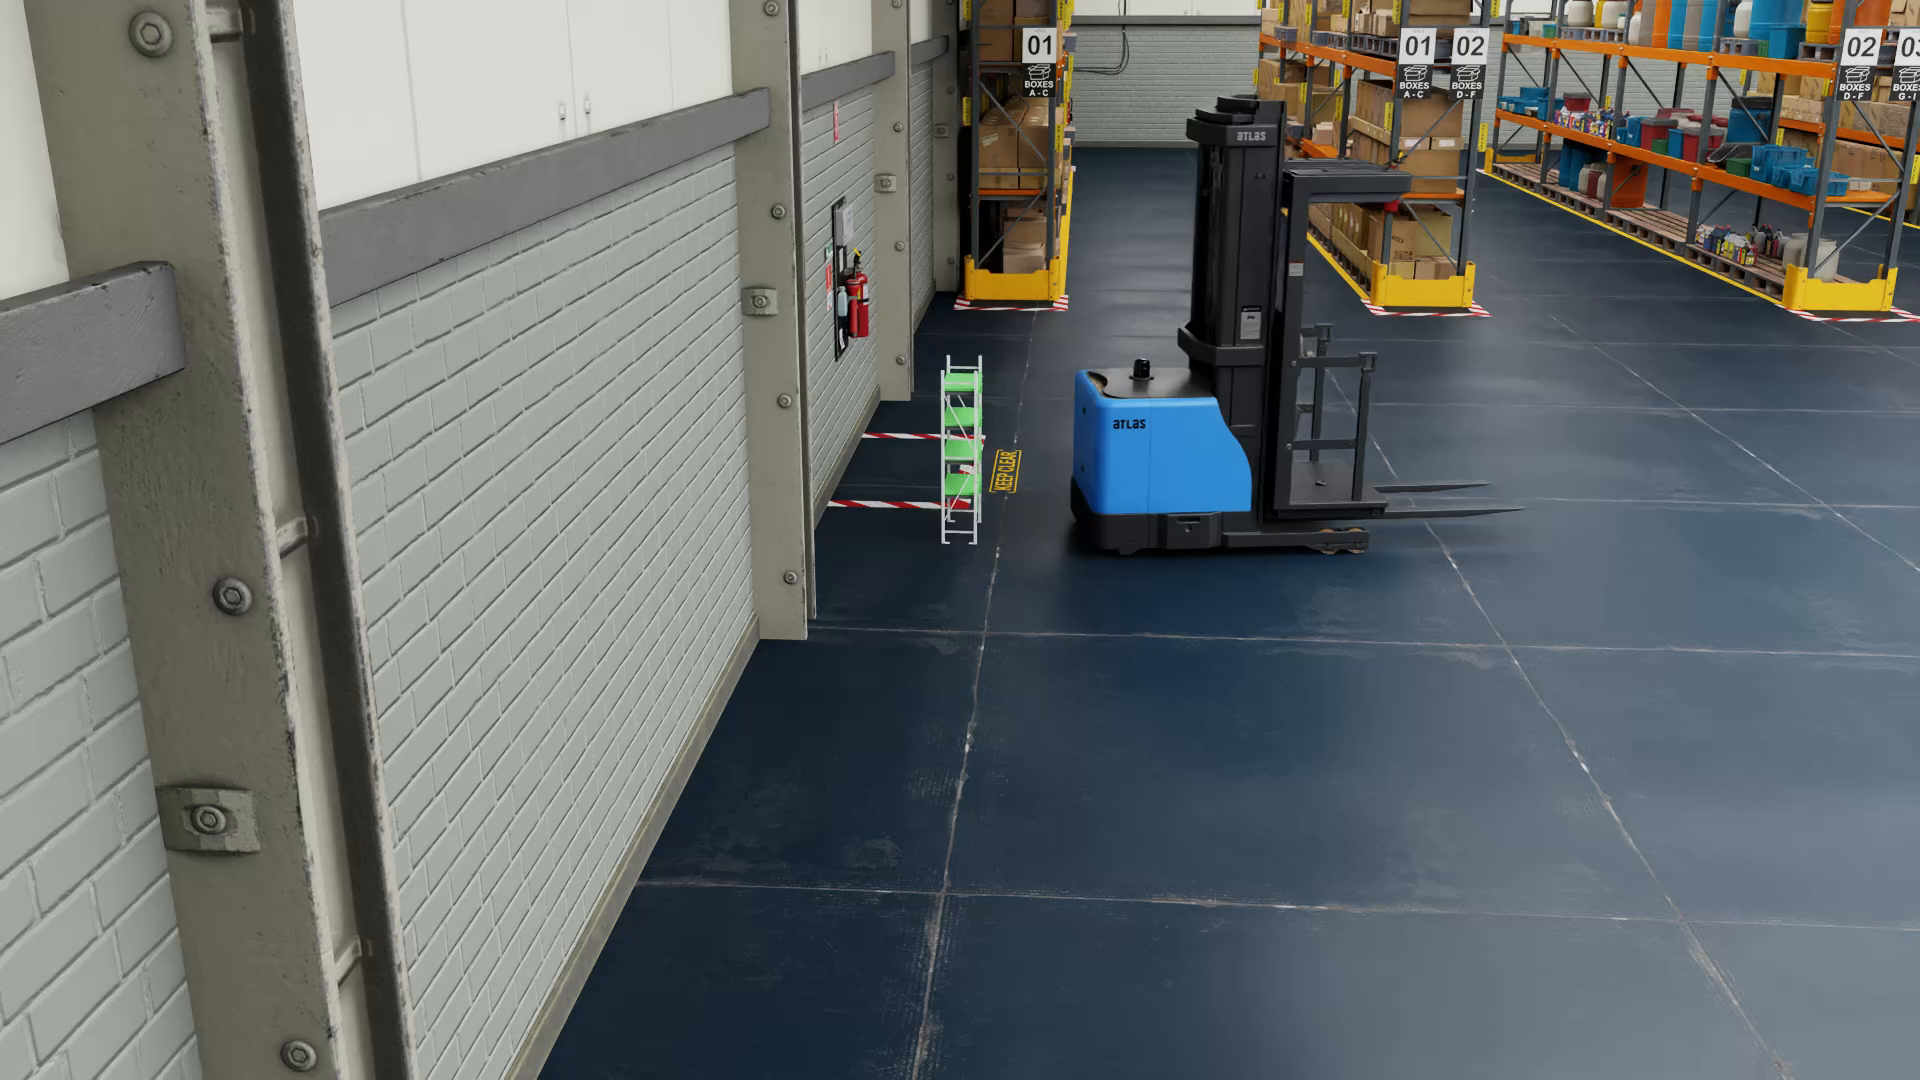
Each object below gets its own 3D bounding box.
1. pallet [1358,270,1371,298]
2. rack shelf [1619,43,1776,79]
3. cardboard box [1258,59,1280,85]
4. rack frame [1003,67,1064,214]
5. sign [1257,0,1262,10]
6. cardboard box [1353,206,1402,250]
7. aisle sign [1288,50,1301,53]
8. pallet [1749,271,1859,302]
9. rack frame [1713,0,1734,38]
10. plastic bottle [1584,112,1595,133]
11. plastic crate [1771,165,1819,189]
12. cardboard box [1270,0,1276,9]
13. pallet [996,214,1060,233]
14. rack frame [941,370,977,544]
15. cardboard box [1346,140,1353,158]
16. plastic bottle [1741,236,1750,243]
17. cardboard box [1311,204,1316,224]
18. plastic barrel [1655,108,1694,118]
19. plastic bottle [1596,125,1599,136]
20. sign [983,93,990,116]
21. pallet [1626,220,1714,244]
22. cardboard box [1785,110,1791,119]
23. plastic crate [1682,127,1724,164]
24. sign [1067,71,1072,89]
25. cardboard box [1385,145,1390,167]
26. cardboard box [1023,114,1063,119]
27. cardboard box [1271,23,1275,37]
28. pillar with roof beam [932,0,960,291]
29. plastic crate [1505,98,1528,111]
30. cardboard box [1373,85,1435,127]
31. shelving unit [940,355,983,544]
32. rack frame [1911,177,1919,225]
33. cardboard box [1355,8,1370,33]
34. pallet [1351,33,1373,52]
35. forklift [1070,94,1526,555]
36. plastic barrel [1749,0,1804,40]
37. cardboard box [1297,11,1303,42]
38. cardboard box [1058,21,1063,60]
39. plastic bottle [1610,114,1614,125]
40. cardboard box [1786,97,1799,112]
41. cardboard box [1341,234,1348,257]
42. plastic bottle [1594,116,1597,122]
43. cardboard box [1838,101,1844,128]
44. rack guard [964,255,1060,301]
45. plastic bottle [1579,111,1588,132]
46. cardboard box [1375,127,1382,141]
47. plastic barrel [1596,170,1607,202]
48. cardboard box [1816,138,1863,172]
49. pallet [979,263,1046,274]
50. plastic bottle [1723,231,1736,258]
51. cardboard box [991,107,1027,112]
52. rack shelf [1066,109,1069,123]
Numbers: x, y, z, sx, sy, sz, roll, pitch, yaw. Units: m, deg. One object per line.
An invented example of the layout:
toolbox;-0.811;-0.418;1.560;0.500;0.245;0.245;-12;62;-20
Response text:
pallet;5.593;-3.205;20.865;1.003;0.211;1.213;1;18;4
rack shelf;10.950;-7.127;24.694;1.077;0.370;4.000;1;18;4
cardboard box;6.432;-9.652;34.295;0.500;0.500;0.500;2;18;6
rack frame;1.212;-6.886;27.620;1.000;3.000;0.127;1;18;4
sign;6.186;-11.114;34.302;0.100;0.325;0.005;1;18;4
cardboard box;5.378;-4.025;21.427;0.500;0.500;0.500;1;18;4
aisle sign;7.037;-10.511;34.508;0.394;0.787;0.004;1;18;4
pallet;10.542;-3.132;20.641;1.003;0.211;1.213;1;18;4
rack frame;10.807;-8.273;22.219;1.000;3.000;0.127;1;18;4
plastic bottle;10.832;-7.180;28.596;0.144;0.351;0.185;1;18;4
plastic crate;10.310;-4.473;20.495;0.499;0.251;0.408;1;18;4
cardboard box;6.586;-10.896;33.274;0.700;0.500;0.500;1;18;4
pallet;1.064;-4.940;26.160;1.003;0.211;1.213;1;18;4
rack frame;-0.006;-0.546;11.162;0.240;1.200;0.015;1;18;4
cardboard box;5.858;-5.617;23.988;0.500;0.250;0.500;2;18;7
plastic bottle;10.441;-3.909;22.204;0.152;0.276;0.135;1;18;4
cardboard box;5.719;-5.036;25.717;0.500;0.250;0.500;2;18;5
plastic barrel;11.363;-6.578;26.463;0.600;0.536;0.708;1;18;4
plastic bottle;10.761;-6.903;27.992;0.097;0.201;0.097;0;18;0
sign;0.371;-6.205;23.683;0.100;0.325;0.005;1;18;4
pallet;10.909;-4.722;25.494;1.003;0.211;1.213;1;18;4
cardboard box;16.107;-8.178;31.967;0.380;0.149;0.250;1;18;3
plastic crate;10.536;-5.610;23.623;0.402;0.464;0.583;1;18;4
sign;2.041;-8.632;31.215;0.100;0.325;0.005;1;18;4
cardboard box;5.659;-4.647;20.627;0.700;0.500;0.500;2;18;5
cardboard box;1.086;-5.311;21.820;0.500;0.500;0.500;2;18;6
cardboard box;6.283;-9.840;32.060;0.500;0.250;0.500;1;18;4
pillar with roof beam;4.120;-7.393;19.532;9.100;9.000;0.400;1;18;4
plastic crate;11.274;-8.824;33.709;0.416;0.233;0.300;1;18;4
cardboard box;5.733;-5.592;21.429;0.700;0.500;0.500;1;18;4
shelving unit;0.012;-0.622;11.393;0.258;1.200;0.503;1;18;4
rack frame;16.034;-6.554;26.607;1.000;3.000;0.127;1;18;4
cardboard box;5.529;-6.865;21.983;0.500;0.311;0.500;0;18;1
pallet;5.831;-6.652;22.231;1.003;0.211;1.213;1;18;4
forklift;2.334;-1.461;11.175;3.031;2.935;1.130;-2;18;-5
plastic barrel;10.629;-6.979;21.607;0.600;0.901;0.708;1;18;4
cardboard box;6.225;-8.705;28.195;0.910;0.500;0.500;1;18;4
cardboard box;0.986;-6.148;20.358;0.500;0.500;0.500;2;18;8
plastic bottle;11.460;-7.329;29.180;0.097;0.271;0.097;0;18;0
cardboard box;16.162;-8.329;31.787;0.500;0.250;0.500;2;18;5
cardboard box;5.449;-3.979;22.491;0.500;0.250;0.500;1;18;4
plastic bottle;10.936;-7.153;28.624;0.061;0.283;0.133;1;18;4
cardboard box;16.038;-7.707;29.964;0.500;0.500;0.500;1;18;4
rack guard;0.644;-3.237;20.498;1.175;0.500;0.348;1;18;4
plastic bottle;10.855;-7.279;28.898;0.144;0.351;0.185;1;18;4
cardboard box;5.508;-5.172;21.189;0.380;0.149;0.250;2;18;5
plastic barrel;11.063;-6.012;28.273;0.421;0.512;0.421;0;18;0
cardboard box;16.295;-6.787;30.056;1.225;0.875;0.875;1;18;4
pallet;0.737;-3.351;21.311;1.003;0.211;1.213;1;18;4
plastic bottle;10.291;-3.940;22.179;0.144;0.351;0.185;1;18;3
cardboard box;0.683;-5.797;23.301;0.500;0.500;0.500;1;18;3
rack shelf;1.642;-8.407;33.419;1.077;0.370;4.000;1;18;4
